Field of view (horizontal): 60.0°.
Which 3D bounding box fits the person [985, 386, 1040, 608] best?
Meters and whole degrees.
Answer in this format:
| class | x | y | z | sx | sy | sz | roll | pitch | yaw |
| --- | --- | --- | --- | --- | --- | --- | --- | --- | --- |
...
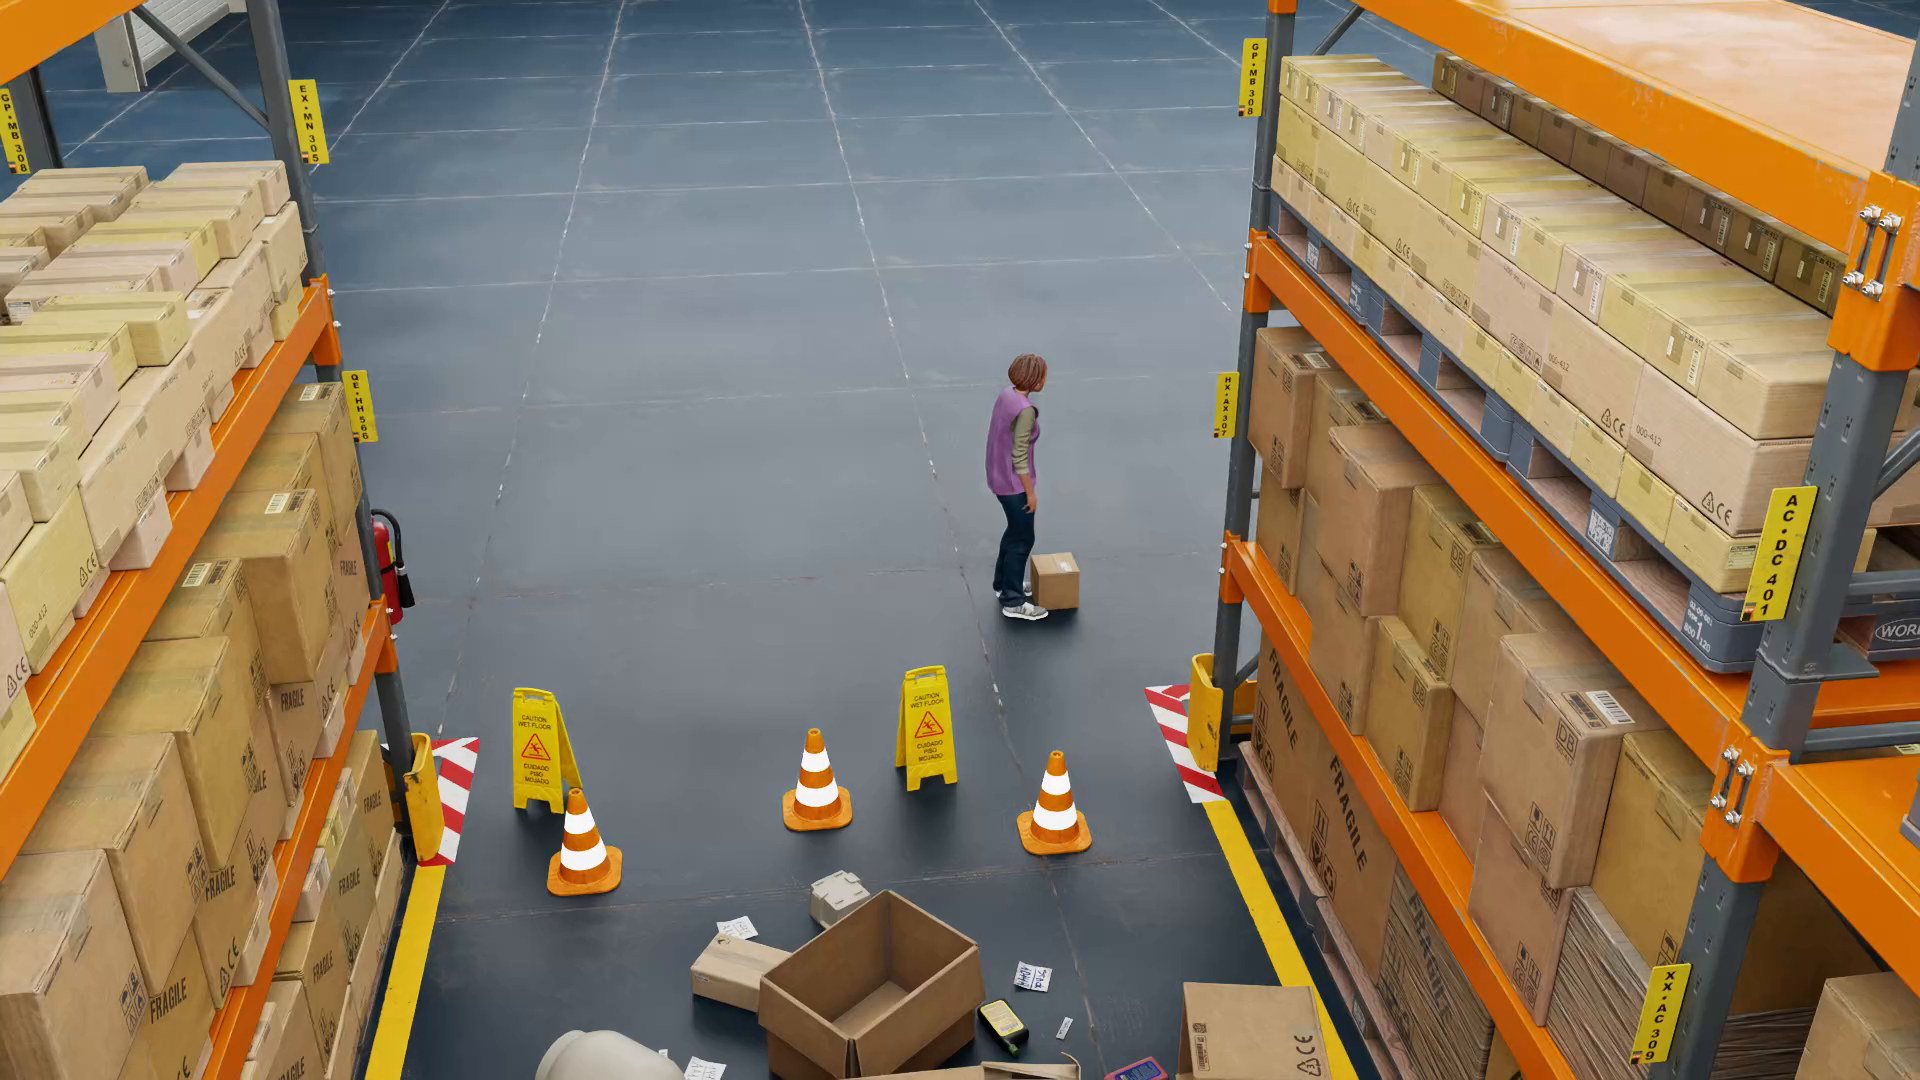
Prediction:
| class | x | y | z | sx | sy | sz | roll | pitch | yaw |
| --- | --- | --- | --- | --- | --- | --- | --- | --- | --- |
| person | 0.306 | -0.269 | 9.757 | 0.291 | 1.327 | 0.465 | -5 | 28 | -10 |
